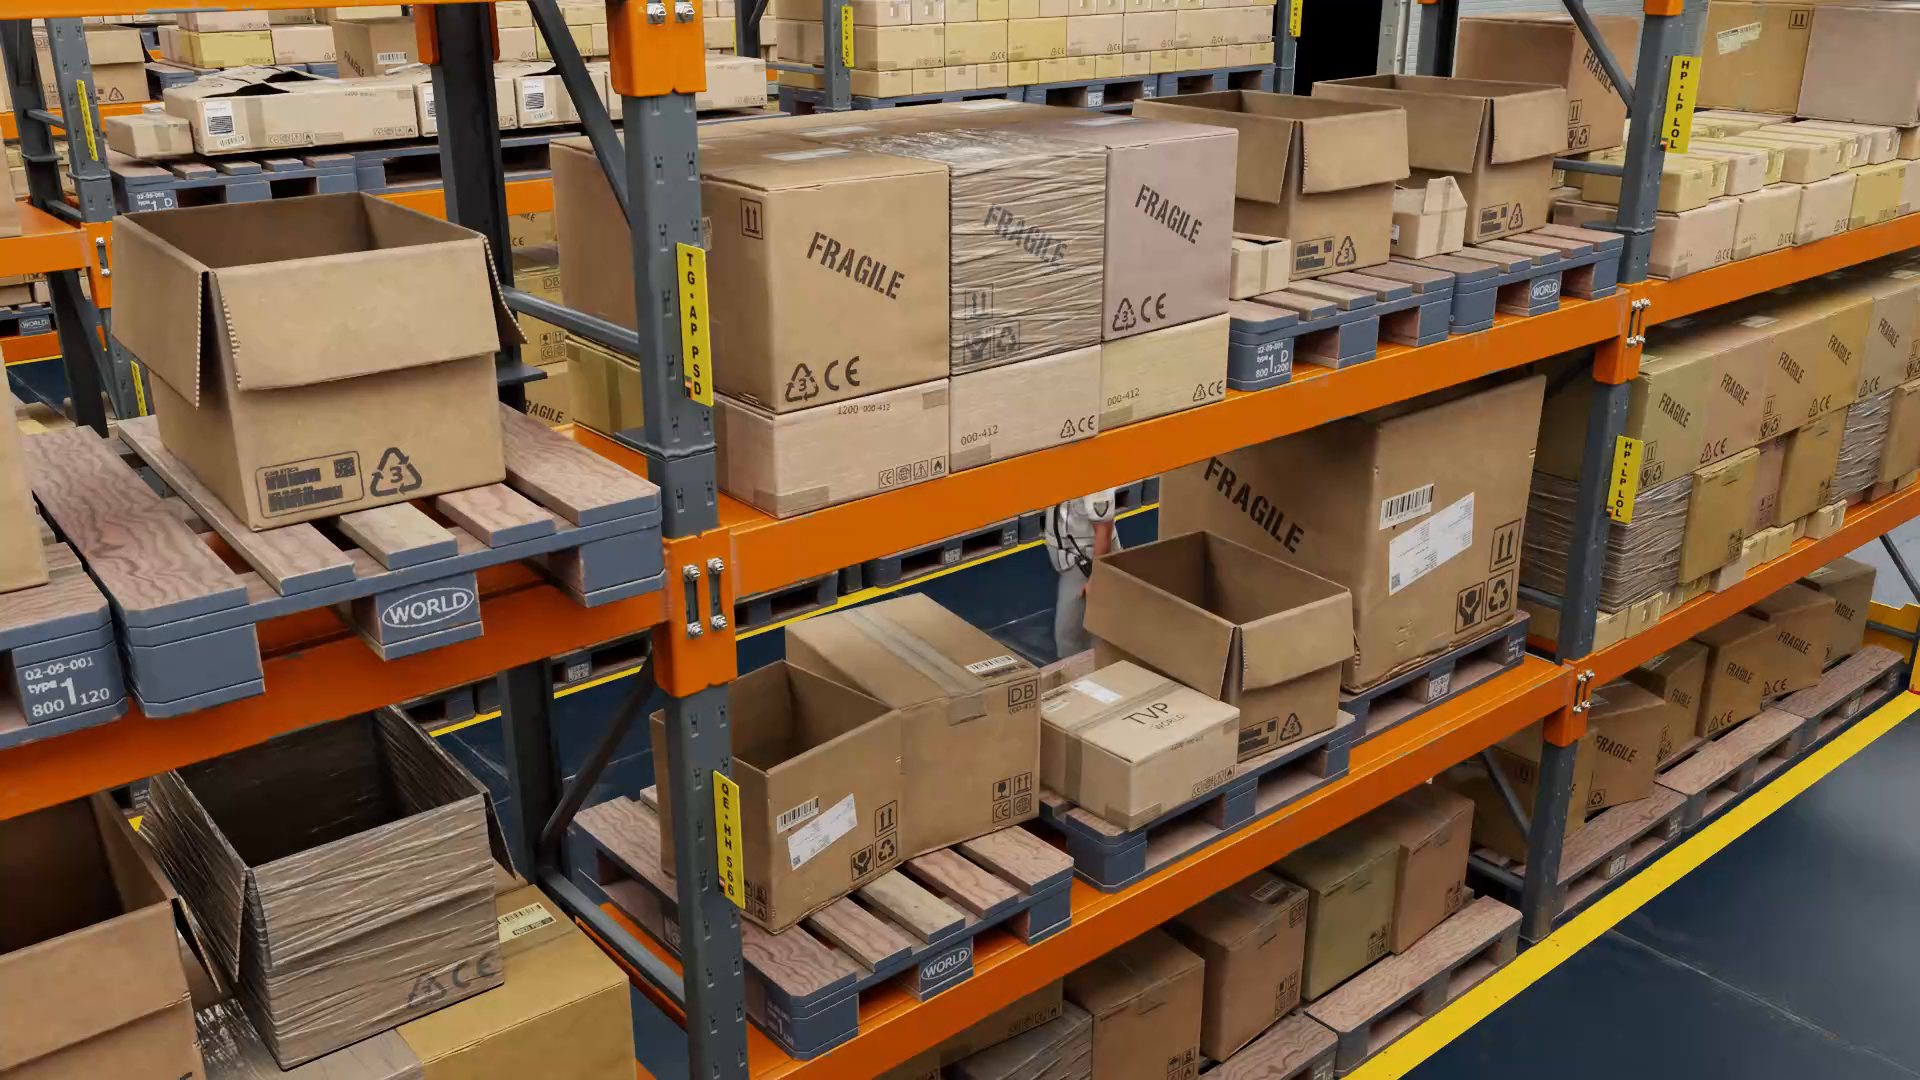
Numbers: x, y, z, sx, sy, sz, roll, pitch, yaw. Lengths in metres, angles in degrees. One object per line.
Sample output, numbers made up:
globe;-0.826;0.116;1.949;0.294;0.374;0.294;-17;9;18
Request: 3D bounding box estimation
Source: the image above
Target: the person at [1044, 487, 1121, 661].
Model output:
person;0.650;0.118;8.753;0.576;1.750;0.569;-2;21;-4
